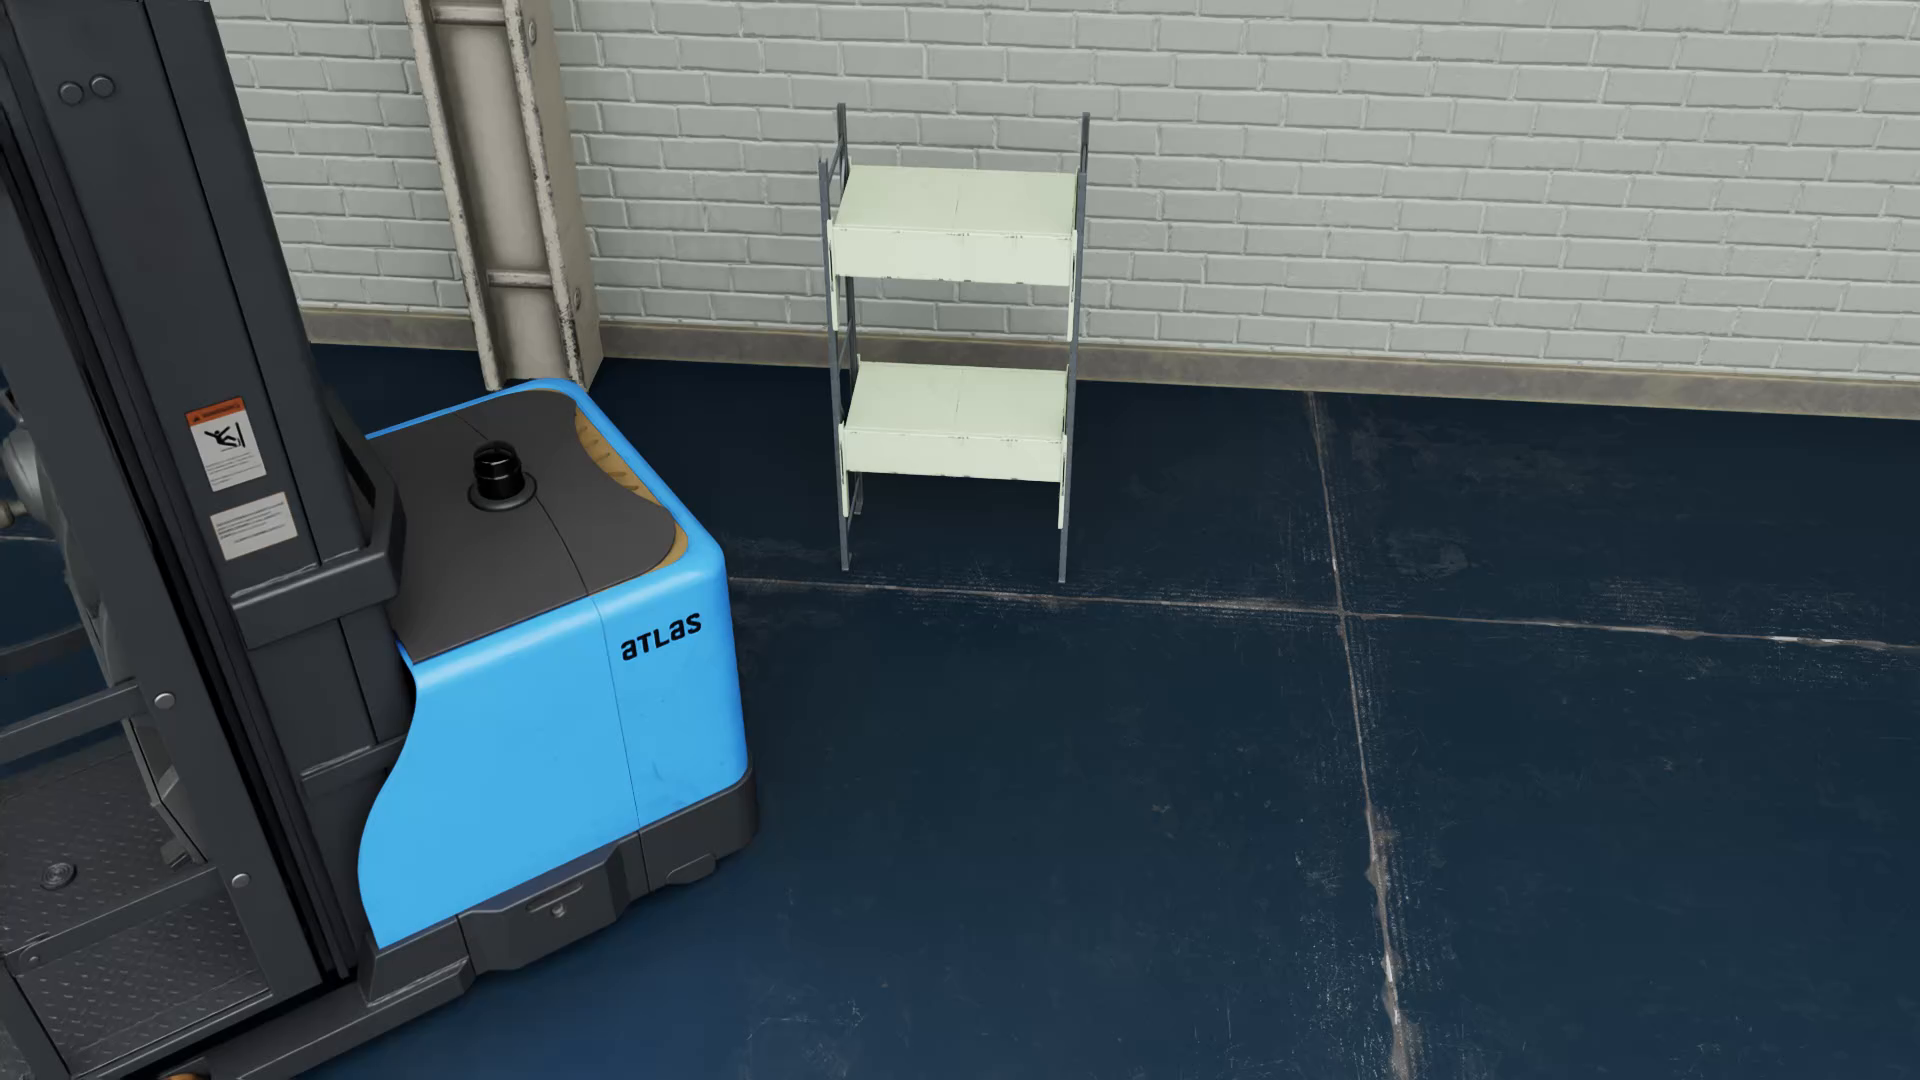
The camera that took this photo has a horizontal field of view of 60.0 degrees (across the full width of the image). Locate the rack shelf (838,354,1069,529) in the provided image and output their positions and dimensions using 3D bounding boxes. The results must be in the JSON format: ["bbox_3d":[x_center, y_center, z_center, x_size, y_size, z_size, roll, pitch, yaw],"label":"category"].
[{"bbox_3d":[-0.007,-0.329,5.483,0.720,0.370,0.431,3,39,4],"label":"rack shelf"}]

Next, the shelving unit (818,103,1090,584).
[{"bbox_3d":[-0.007,-0.582,5.277,0.755,1.500,0.431,3,39,4],"label":"shelving unit"}]

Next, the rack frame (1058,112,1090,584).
[{"bbox_3d":[0.358,-0.562,5.252,0.023,1.500,0.400,3,39,4],"label":"rack frame"}]

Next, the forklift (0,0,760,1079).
[{"bbox_3d":[-2.070,-0.011,3.441,3.031,2.935,1.130,-23,44,-25],"label":"forklift"}]

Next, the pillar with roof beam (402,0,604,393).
[{"bbox_3d":[-2.005,-1.451,0.404,0.400,9.000,9.100,3,39,4],"label":"pillar with roof beam"}]

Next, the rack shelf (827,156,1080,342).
[{"bbox_3d":[-0.007,-0.885,5.031,0.720,0.370,0.431,3,39,4],"label":"rack shelf"}]

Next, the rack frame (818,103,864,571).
[{"bbox_3d":[-0.371,-0.602,5.301,0.023,1.500,0.400,3,39,4],"label":"rack frame"}]
